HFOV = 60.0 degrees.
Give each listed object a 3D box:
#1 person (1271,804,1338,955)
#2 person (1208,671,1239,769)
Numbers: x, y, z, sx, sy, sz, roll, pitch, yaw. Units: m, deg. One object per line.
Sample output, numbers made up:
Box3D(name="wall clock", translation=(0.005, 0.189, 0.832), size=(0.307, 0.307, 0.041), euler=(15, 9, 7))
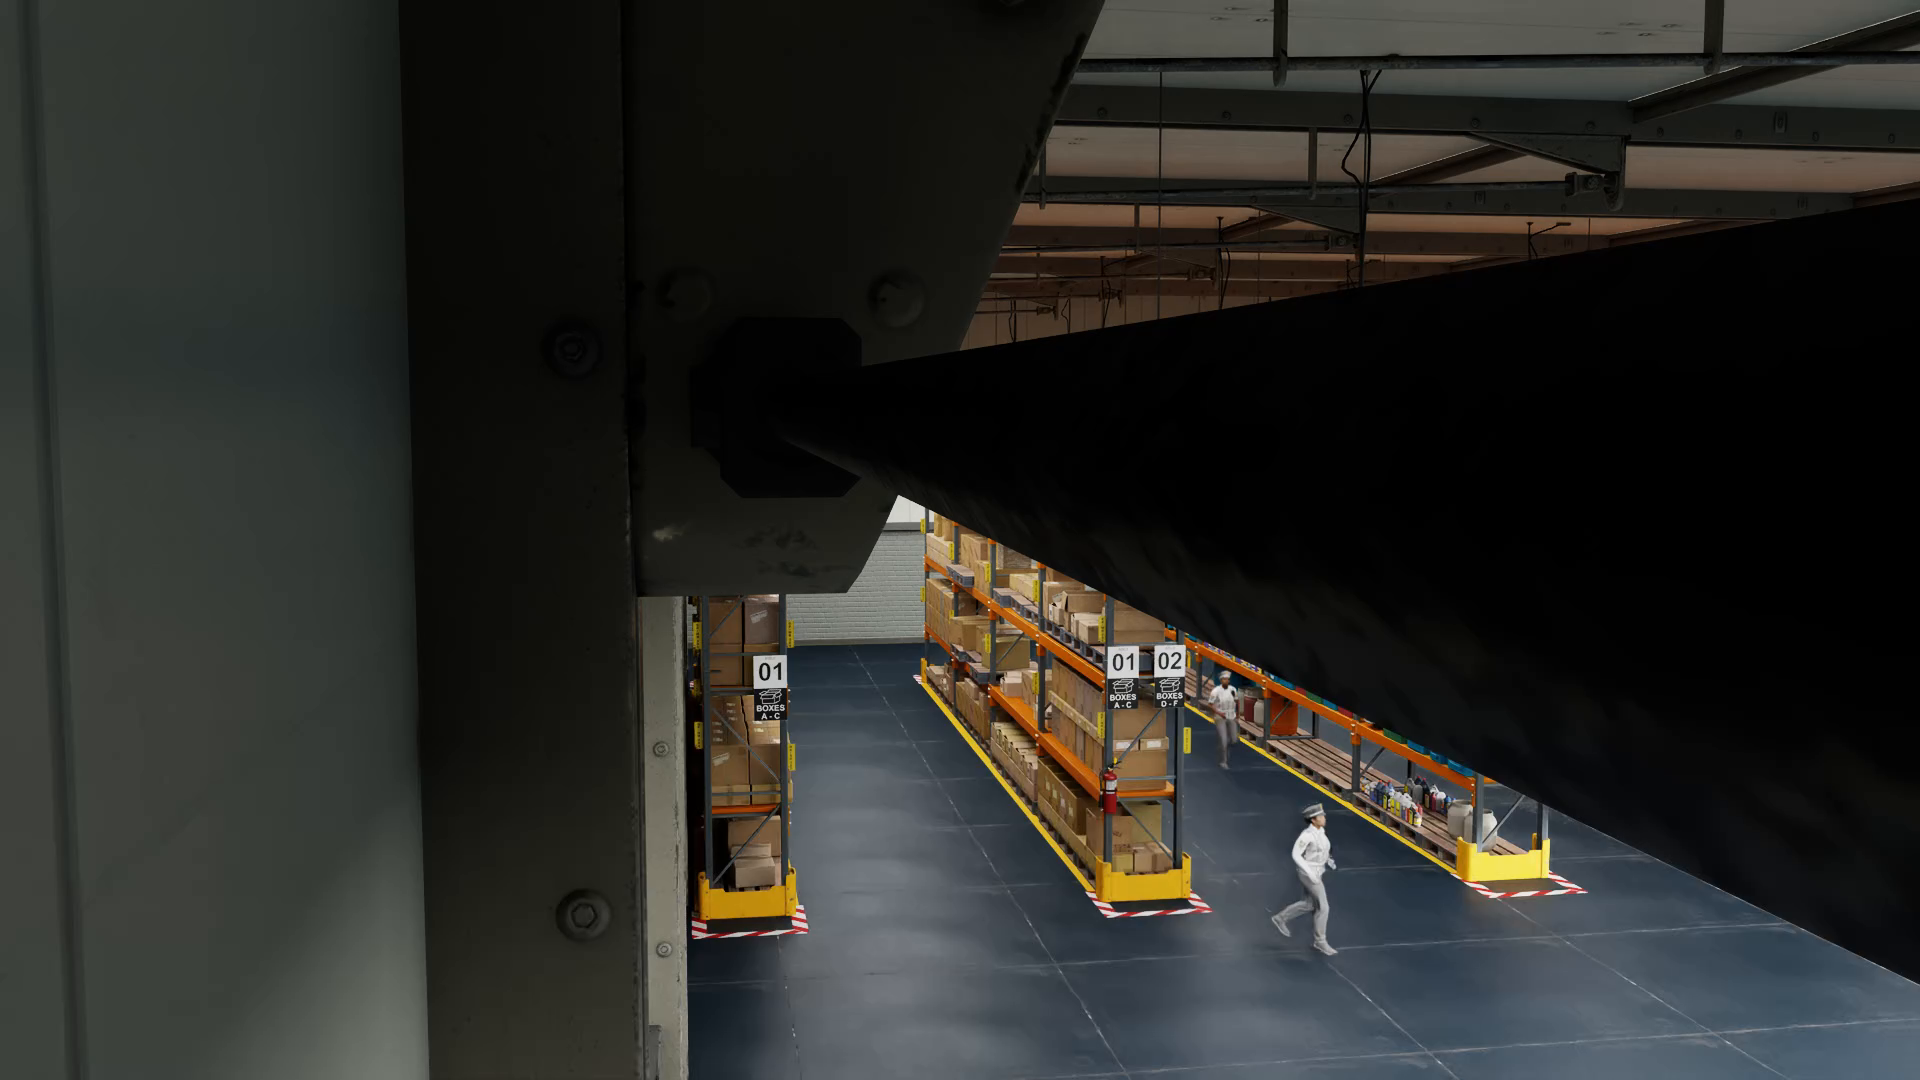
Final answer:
Box3D(name="person", translation=(3.950, 3.829, 18.961), size=(0.770, 1.720, 0.605), euler=(3, 6, 27))
Box3D(name="person", translation=(4.492, 3.034, 28.212), size=(0.607, 1.670, 0.590), euler=(-1, 5, -15))
